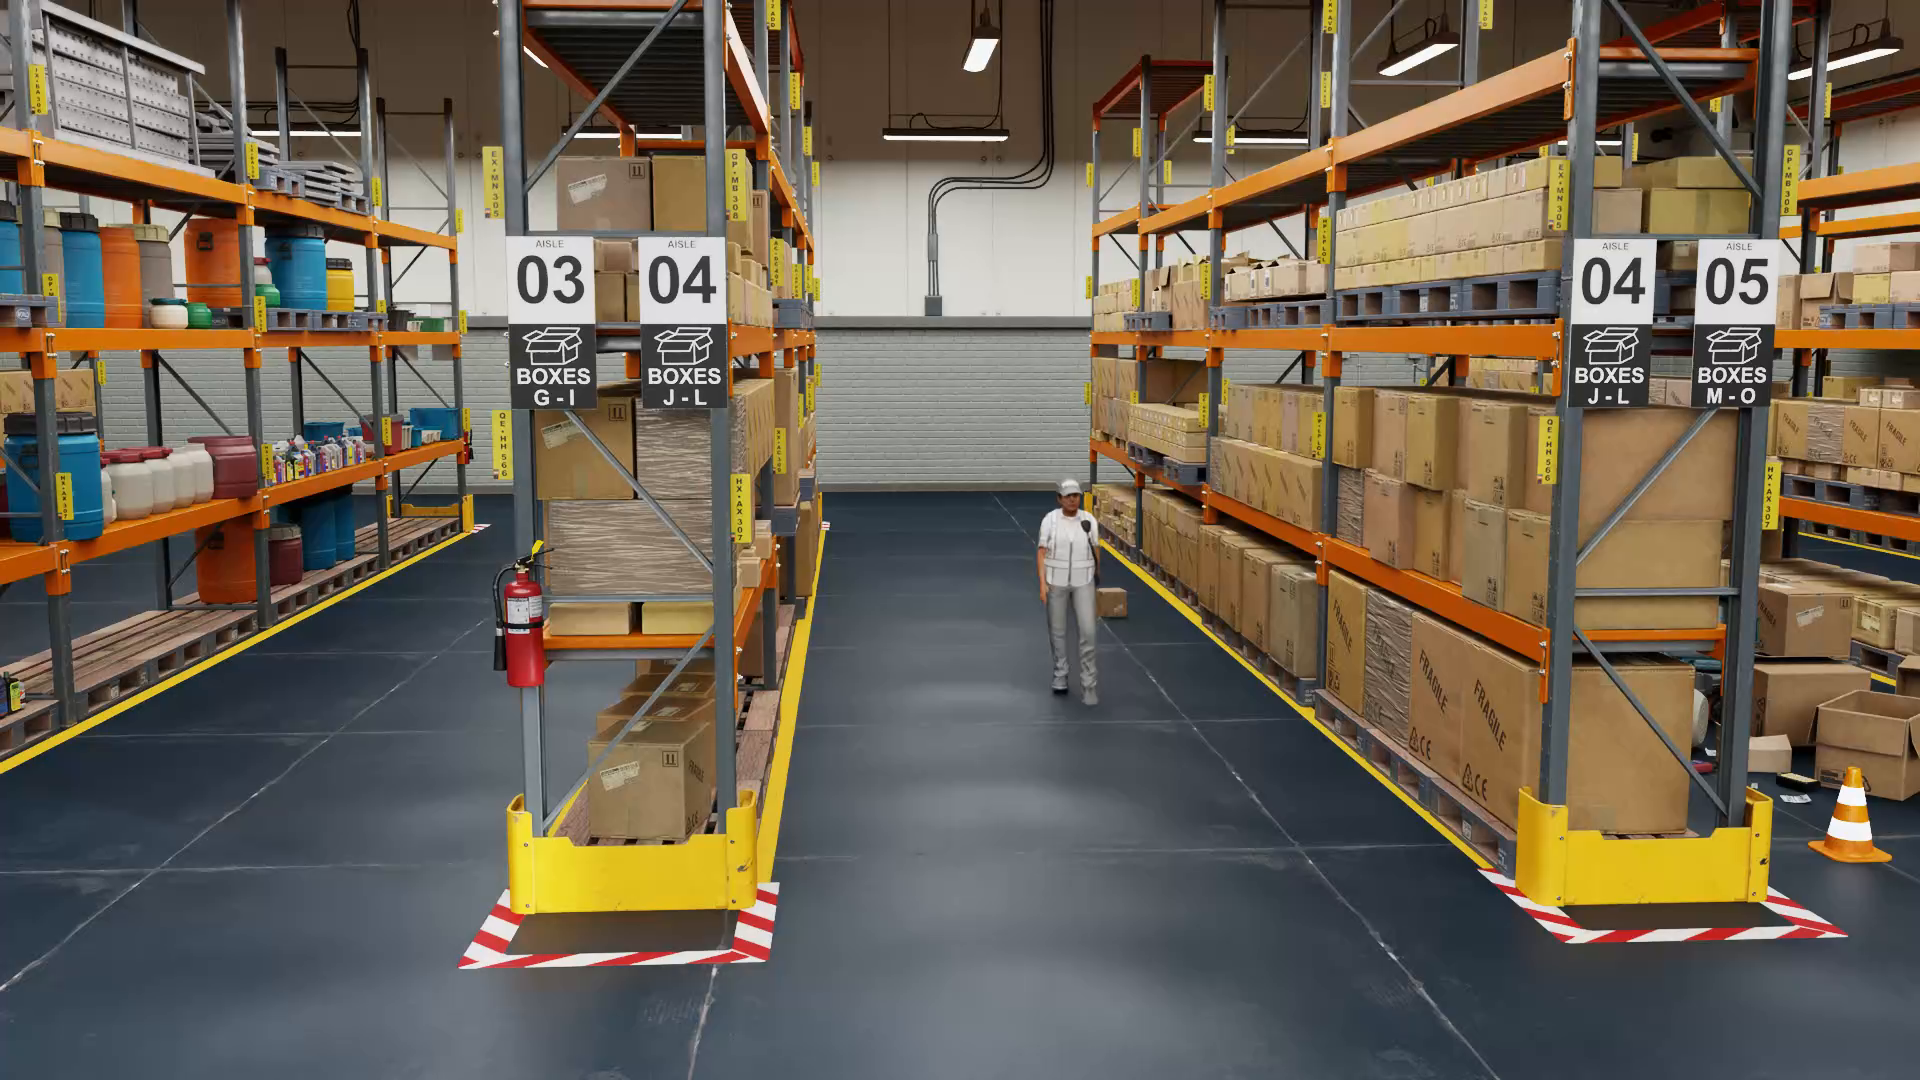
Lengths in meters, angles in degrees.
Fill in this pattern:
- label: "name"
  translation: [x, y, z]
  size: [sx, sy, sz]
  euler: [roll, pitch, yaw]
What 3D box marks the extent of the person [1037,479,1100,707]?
- label: "person"
  translation: [0.825, 0.387, 12.659]
  size: [0.487, 1.698, 0.729]
  euler: [0, 7, 2]
